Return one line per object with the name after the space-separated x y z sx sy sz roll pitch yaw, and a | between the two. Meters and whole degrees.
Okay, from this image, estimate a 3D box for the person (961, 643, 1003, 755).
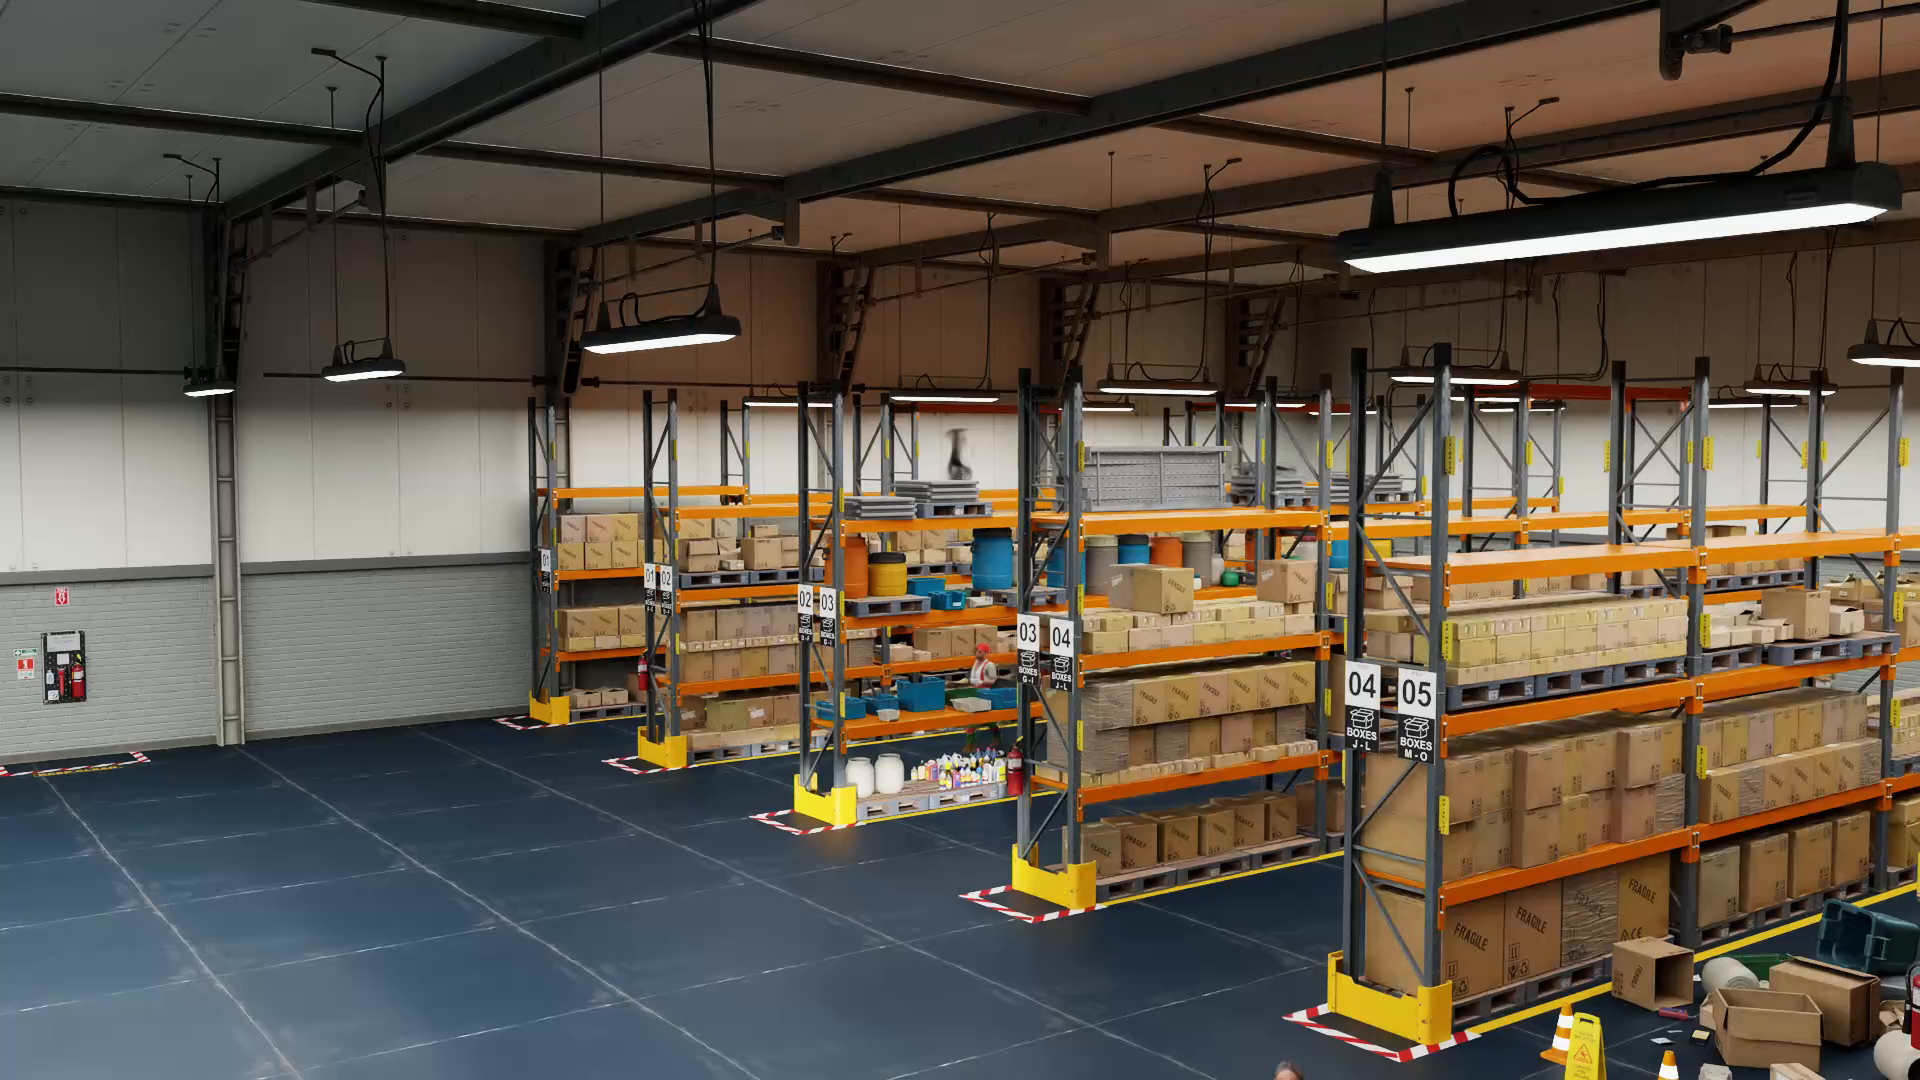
0.388 2.632 27.667 0.638 1.844 0.843 3 5 43 | person

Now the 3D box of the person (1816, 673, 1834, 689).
15.110 2.593 29.313 0.583 1.661 0.721 -1 4 -21 | person

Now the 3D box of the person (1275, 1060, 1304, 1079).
1.834 3.792 9.442 0.548 1.691 0.717 1 3 11 | person

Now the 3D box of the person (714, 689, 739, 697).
-4.103 2.514 29.669 0.867 1.838 0.667 -2 4 -30 | person
